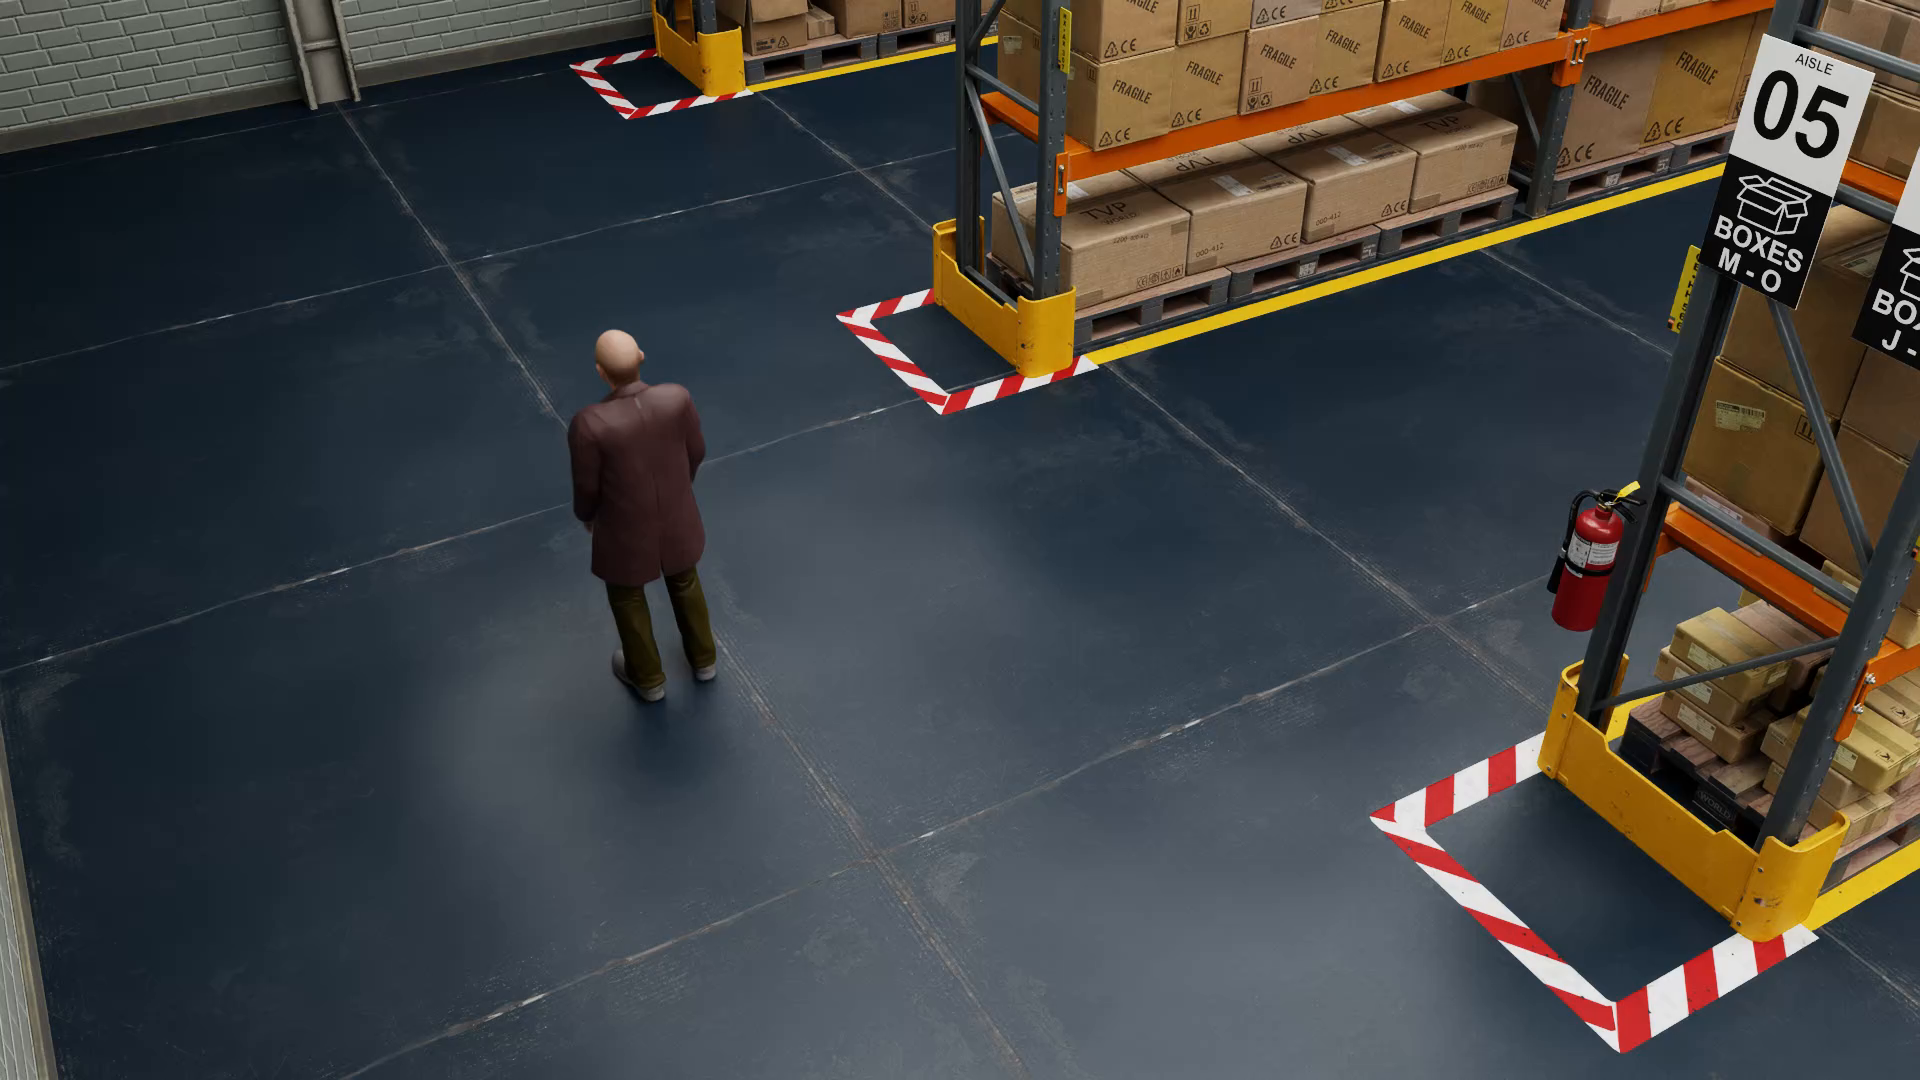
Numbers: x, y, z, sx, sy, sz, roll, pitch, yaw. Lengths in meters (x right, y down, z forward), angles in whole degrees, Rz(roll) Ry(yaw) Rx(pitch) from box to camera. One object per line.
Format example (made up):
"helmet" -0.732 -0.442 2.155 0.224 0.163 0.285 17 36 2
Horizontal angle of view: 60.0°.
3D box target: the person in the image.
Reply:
"person" -1.351 -0.104 7.078 0.583 1.780 0.424 -20 41 -25
